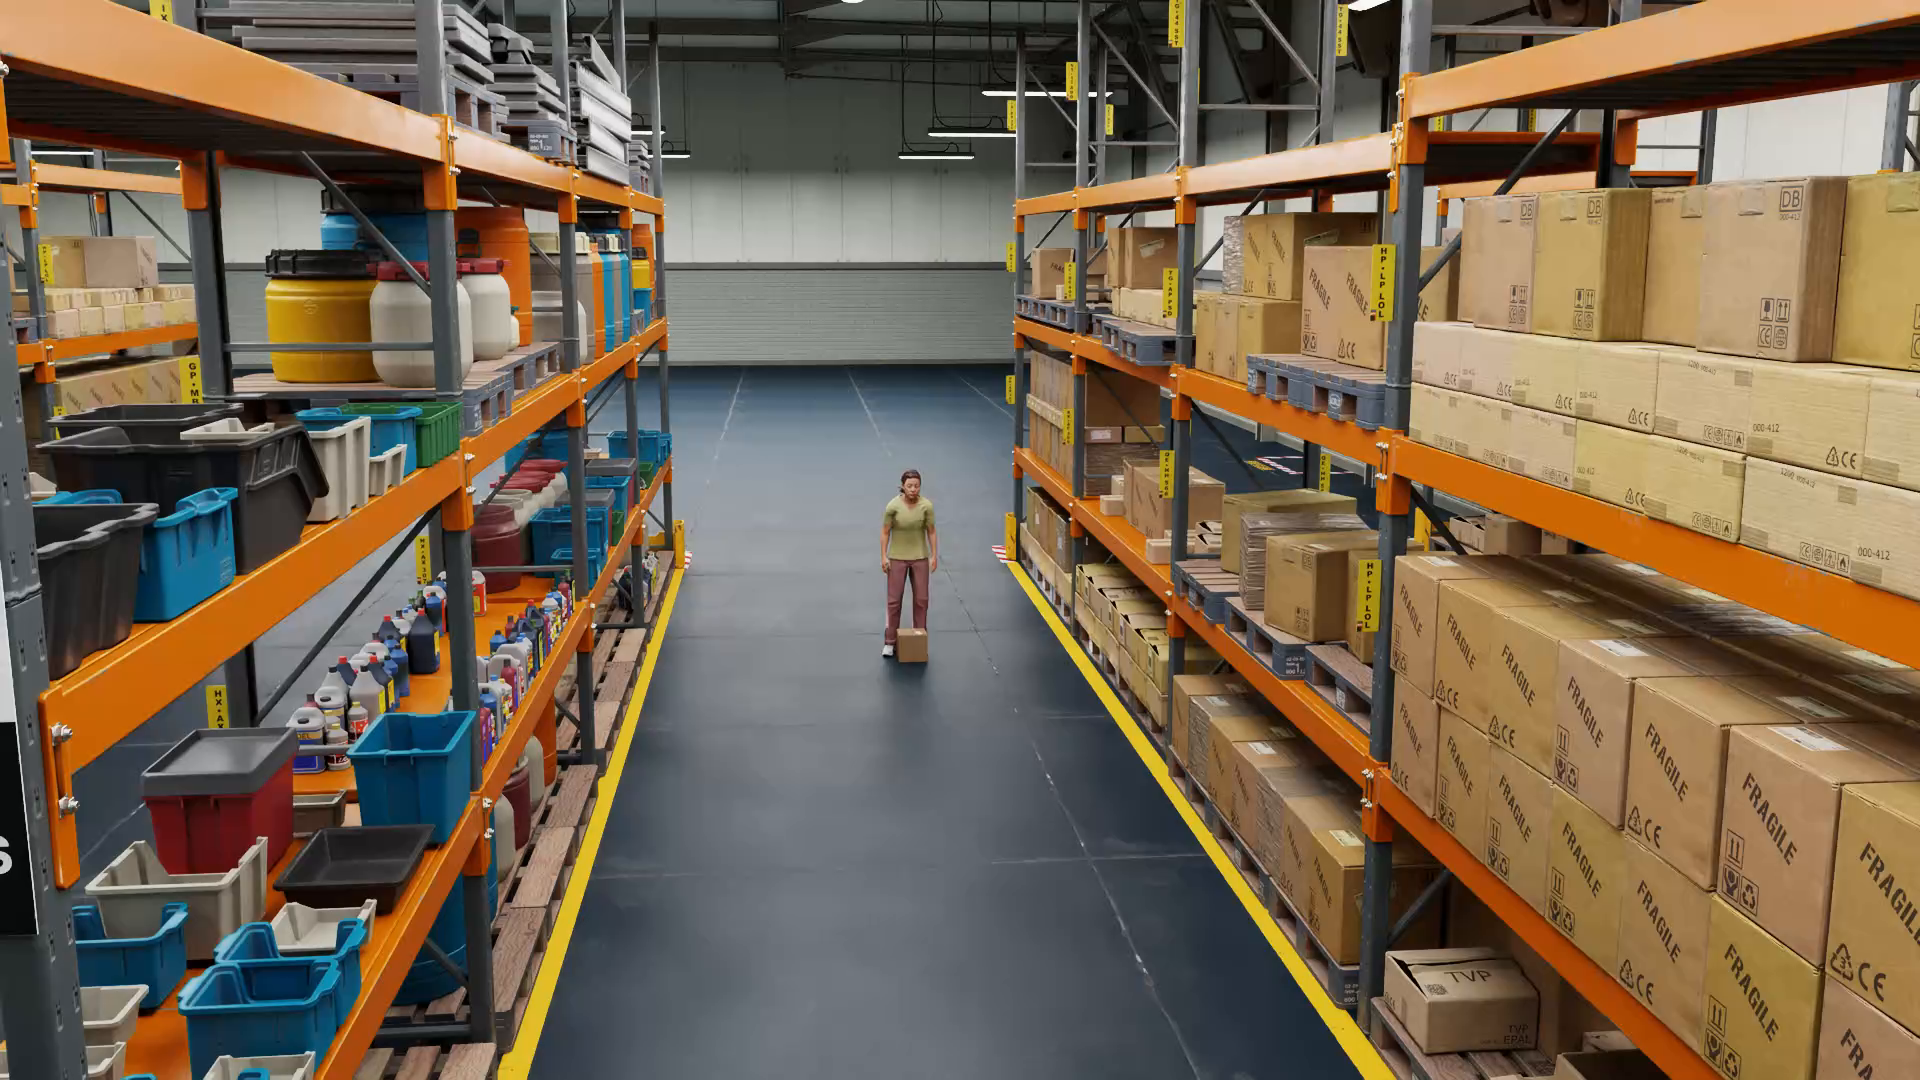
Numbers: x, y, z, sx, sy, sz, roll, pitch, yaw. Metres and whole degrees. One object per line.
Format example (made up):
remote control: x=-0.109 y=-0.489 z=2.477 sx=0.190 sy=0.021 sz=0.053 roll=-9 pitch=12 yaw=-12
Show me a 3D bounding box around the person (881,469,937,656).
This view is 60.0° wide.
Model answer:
person: x=-0.454 y=0.189 z=14.841 sx=0.516 sy=1.673 sz=0.355 roll=-1 pitch=10 yaw=-8
